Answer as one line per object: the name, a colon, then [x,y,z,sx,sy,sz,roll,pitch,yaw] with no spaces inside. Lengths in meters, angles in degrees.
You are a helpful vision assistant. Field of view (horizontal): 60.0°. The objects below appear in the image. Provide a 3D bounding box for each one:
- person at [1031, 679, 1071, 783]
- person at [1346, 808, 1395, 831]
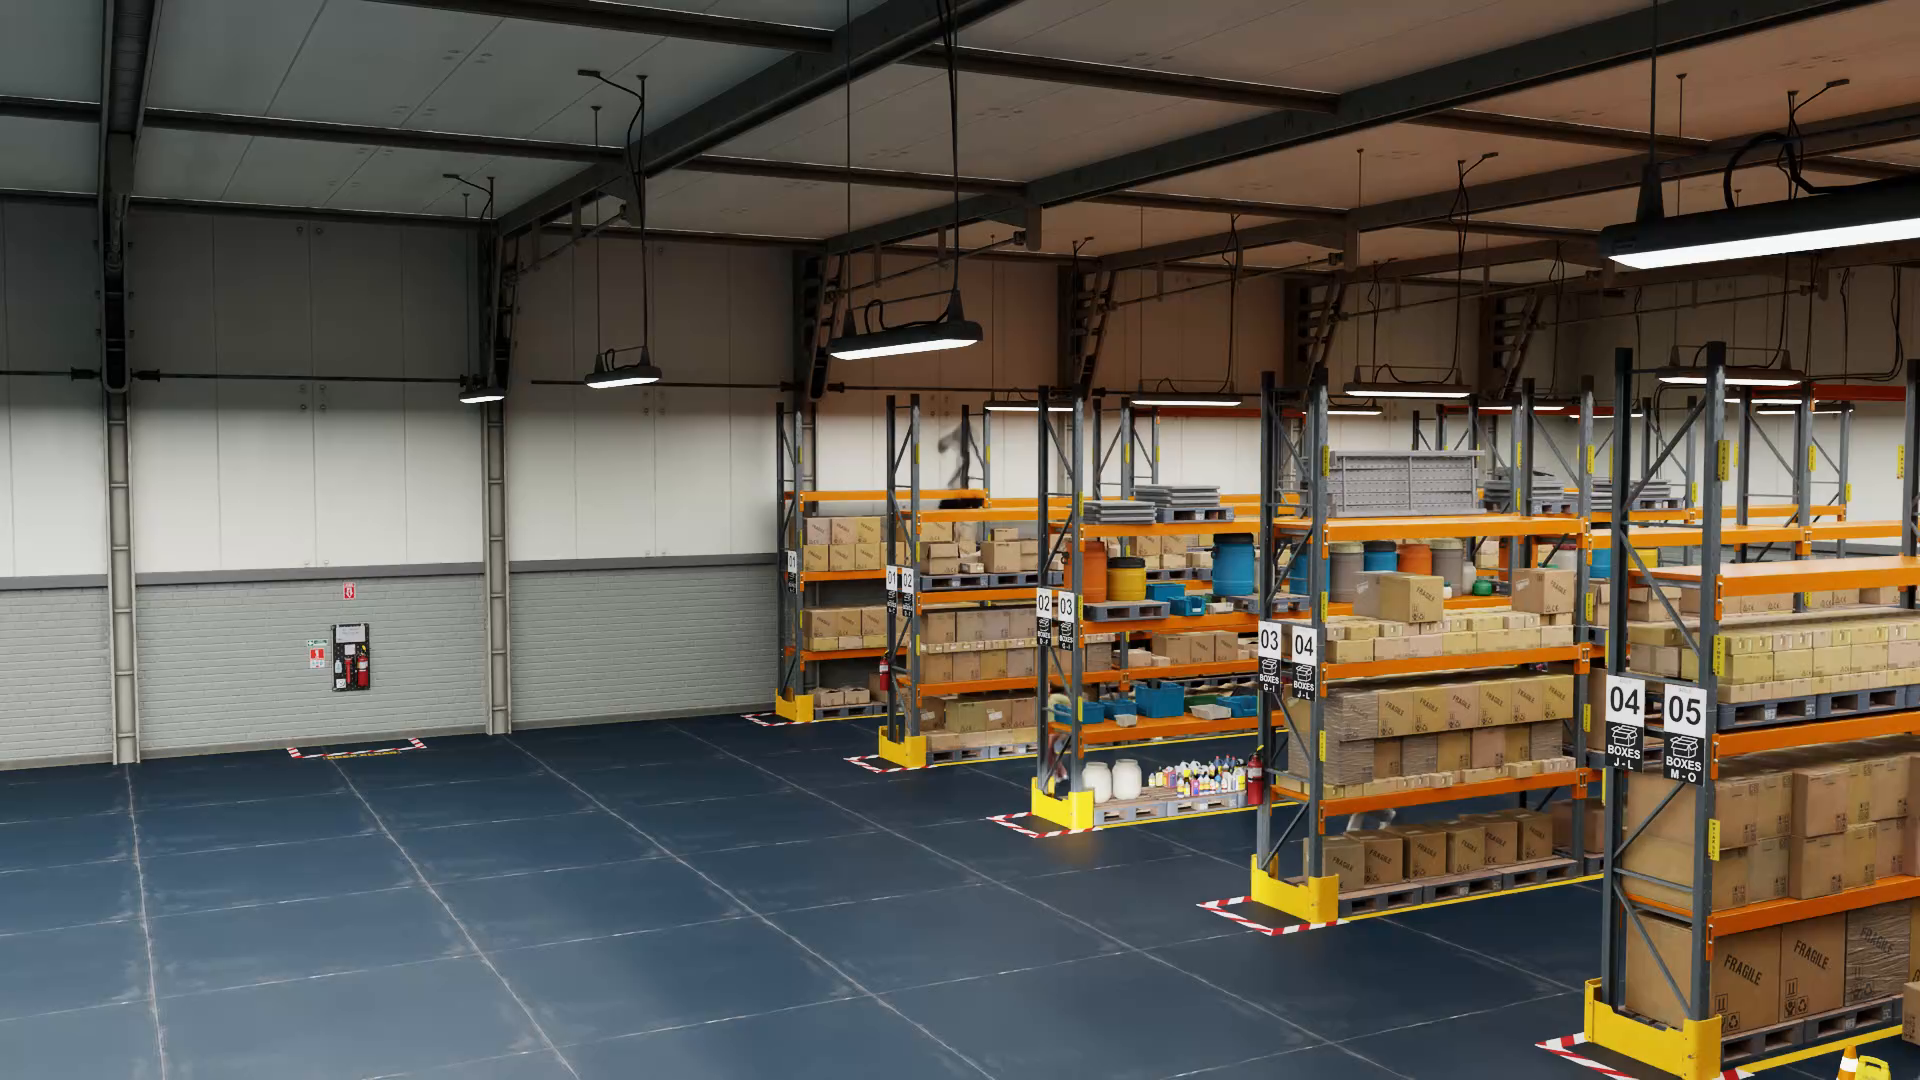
person: [1.377,2.899,25.179,0.611,1.619,0.749,2,4,36]
person: [5.259,3.070,21.430,1.073,1.774,0.734,-2,4,-36]
